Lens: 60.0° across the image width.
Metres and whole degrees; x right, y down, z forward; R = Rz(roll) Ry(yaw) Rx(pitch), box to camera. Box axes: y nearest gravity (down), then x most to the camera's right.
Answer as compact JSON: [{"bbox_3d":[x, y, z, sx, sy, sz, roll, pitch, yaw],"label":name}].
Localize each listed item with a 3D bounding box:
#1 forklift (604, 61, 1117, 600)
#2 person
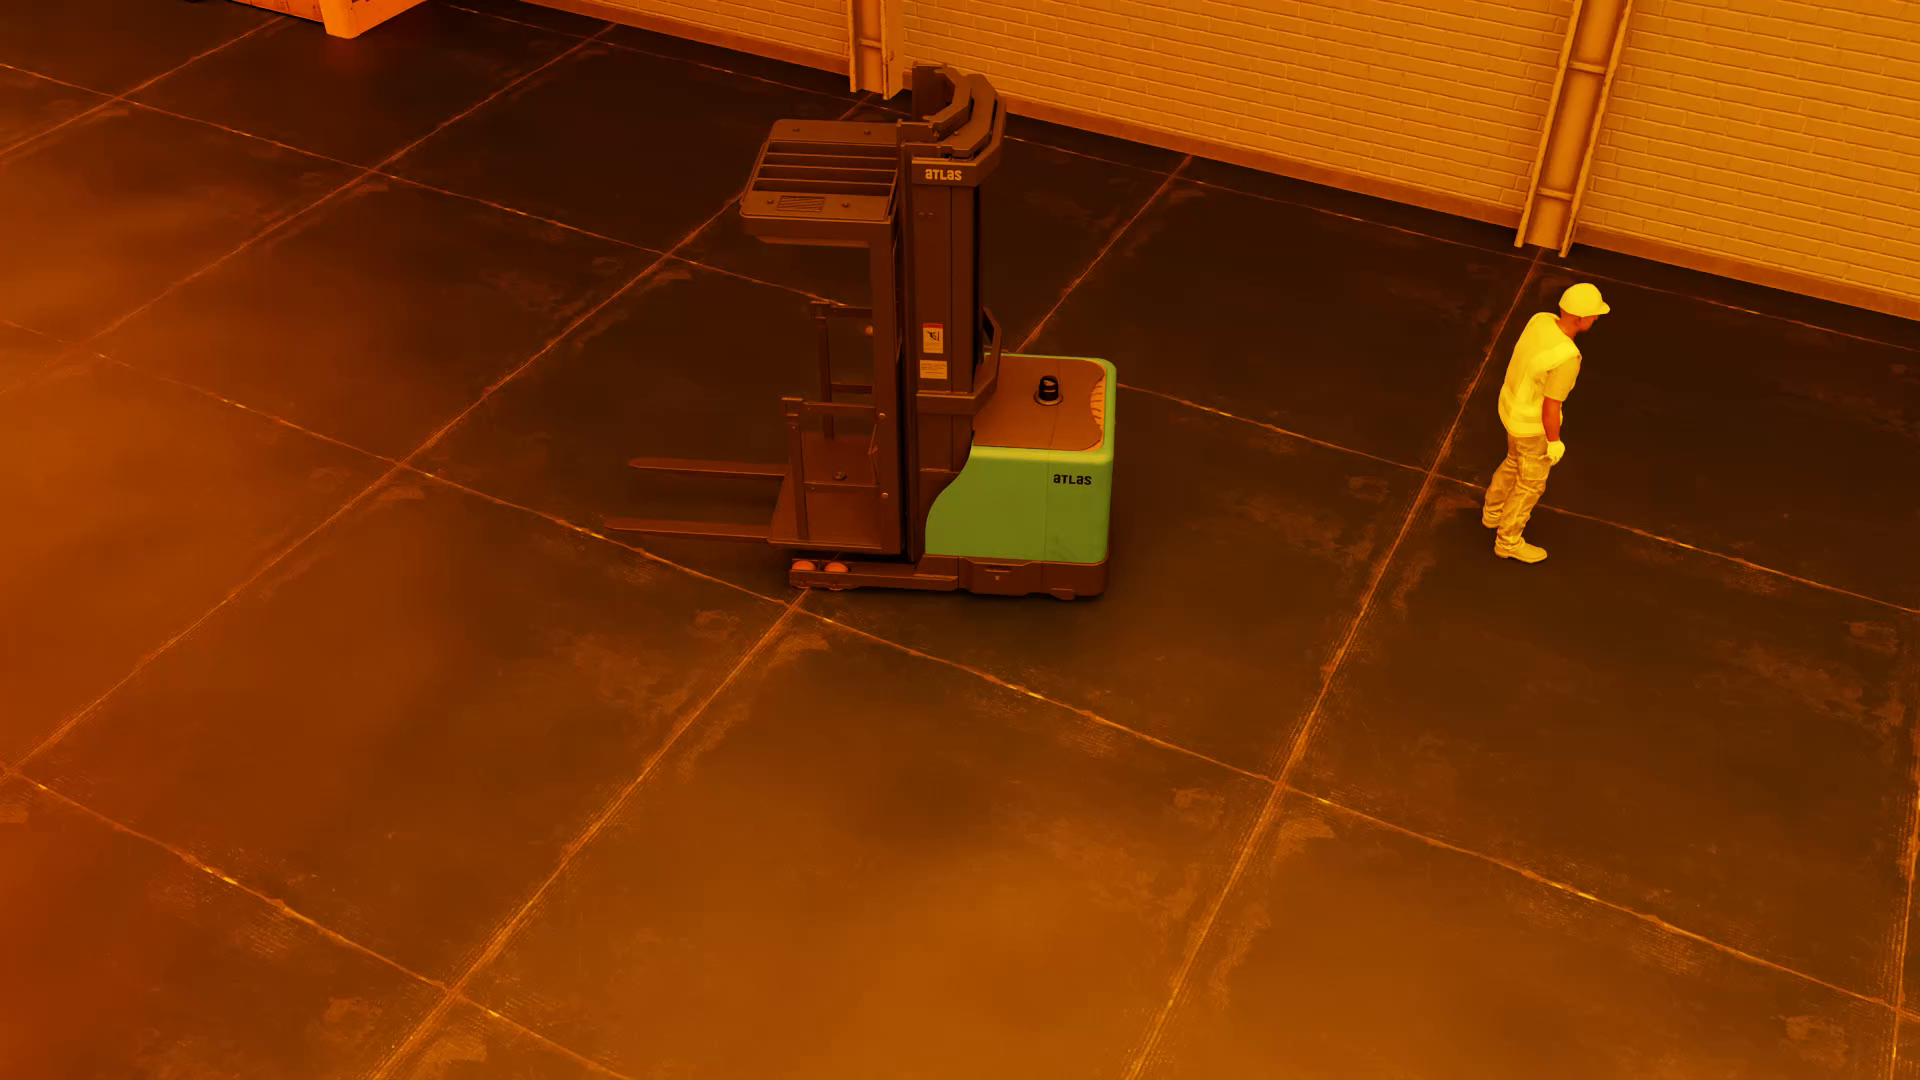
[{"bbox_3d":[-0.606,-1.157,9.360,3.031,2.935,1.130,3,40,4],"label":"forklift"},{"bbox_3d":[3.389,-0.709,9.730,0.452,1.773,0.618,0,40,0],"label":"person"}]
